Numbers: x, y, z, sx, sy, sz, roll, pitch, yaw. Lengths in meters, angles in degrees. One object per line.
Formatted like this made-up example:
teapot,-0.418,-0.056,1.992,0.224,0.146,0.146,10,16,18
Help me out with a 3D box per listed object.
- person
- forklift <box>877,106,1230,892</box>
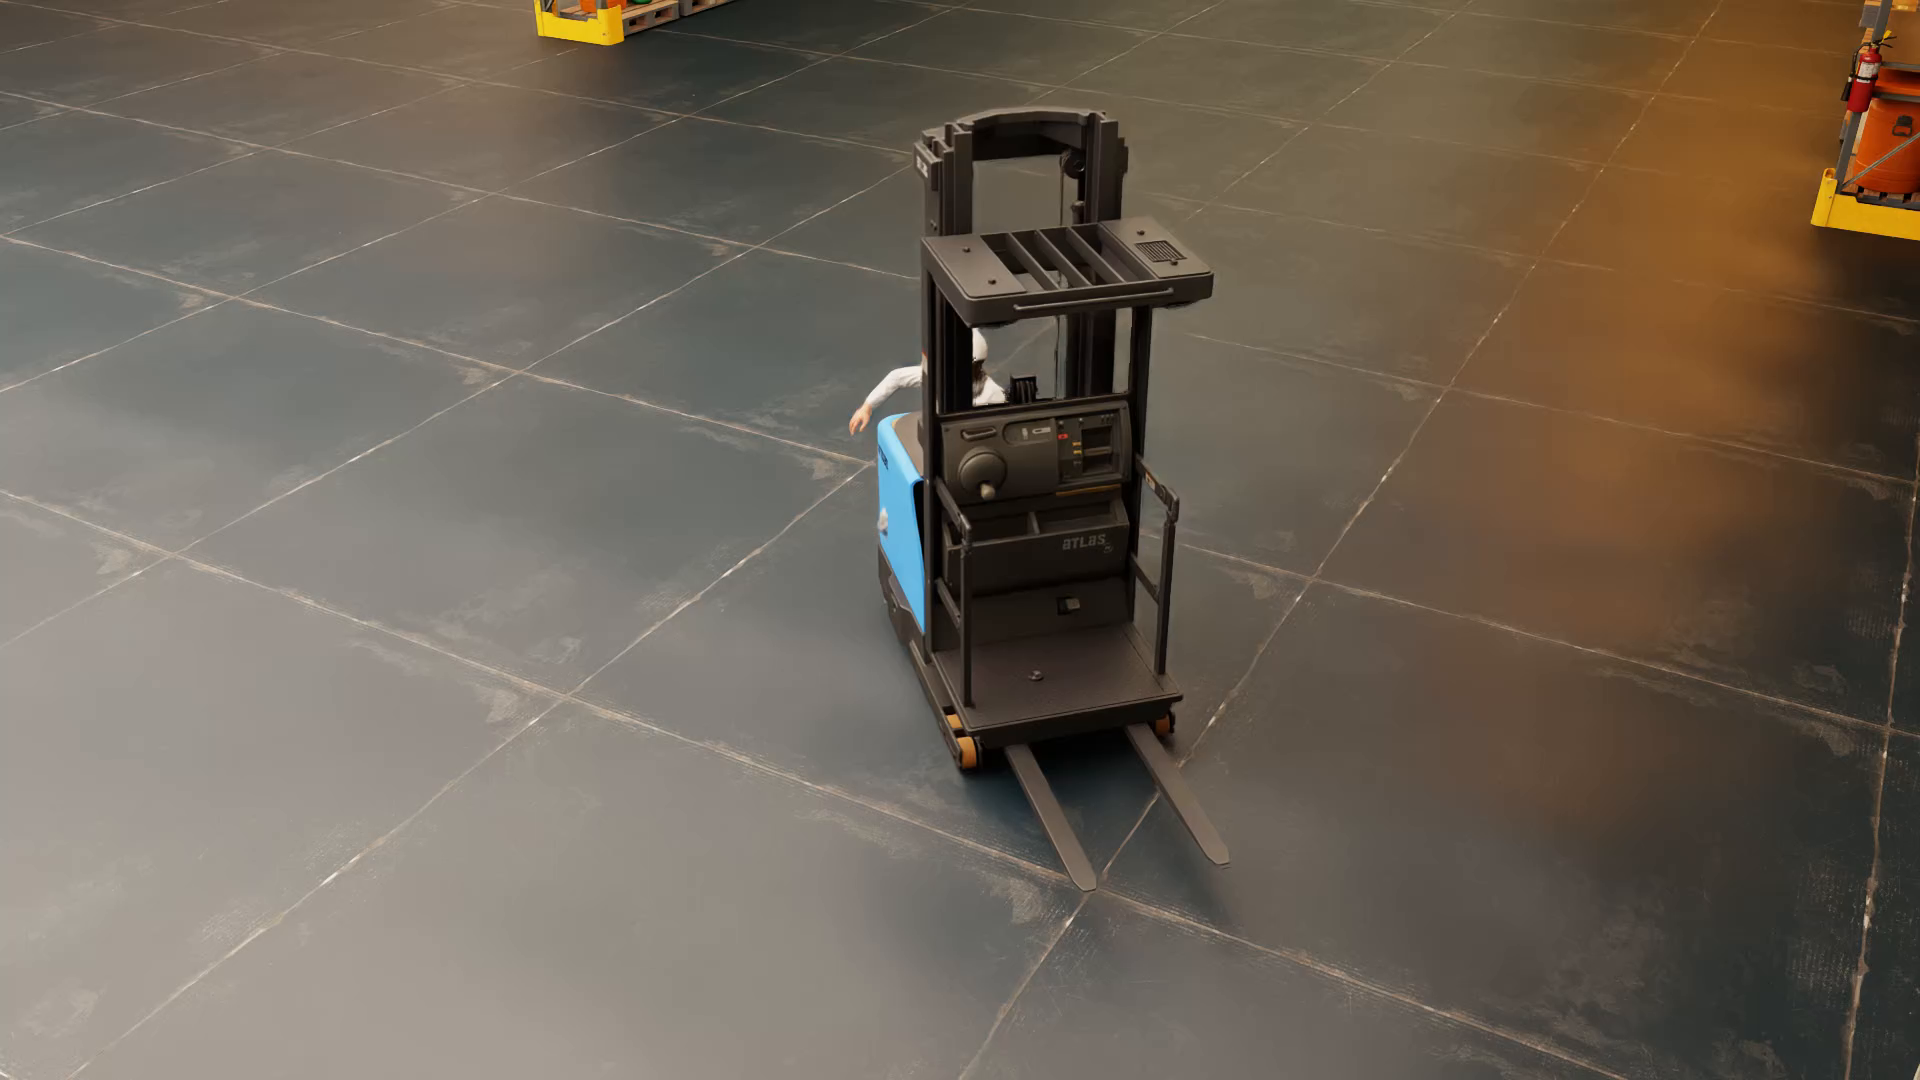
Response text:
person,-0.150,-0.368,9.088,1.093,1.576,0.795,16,34,25
forklift,0.429,-0.371,7.713,1.130,2.935,3.031,-8,31,-14
